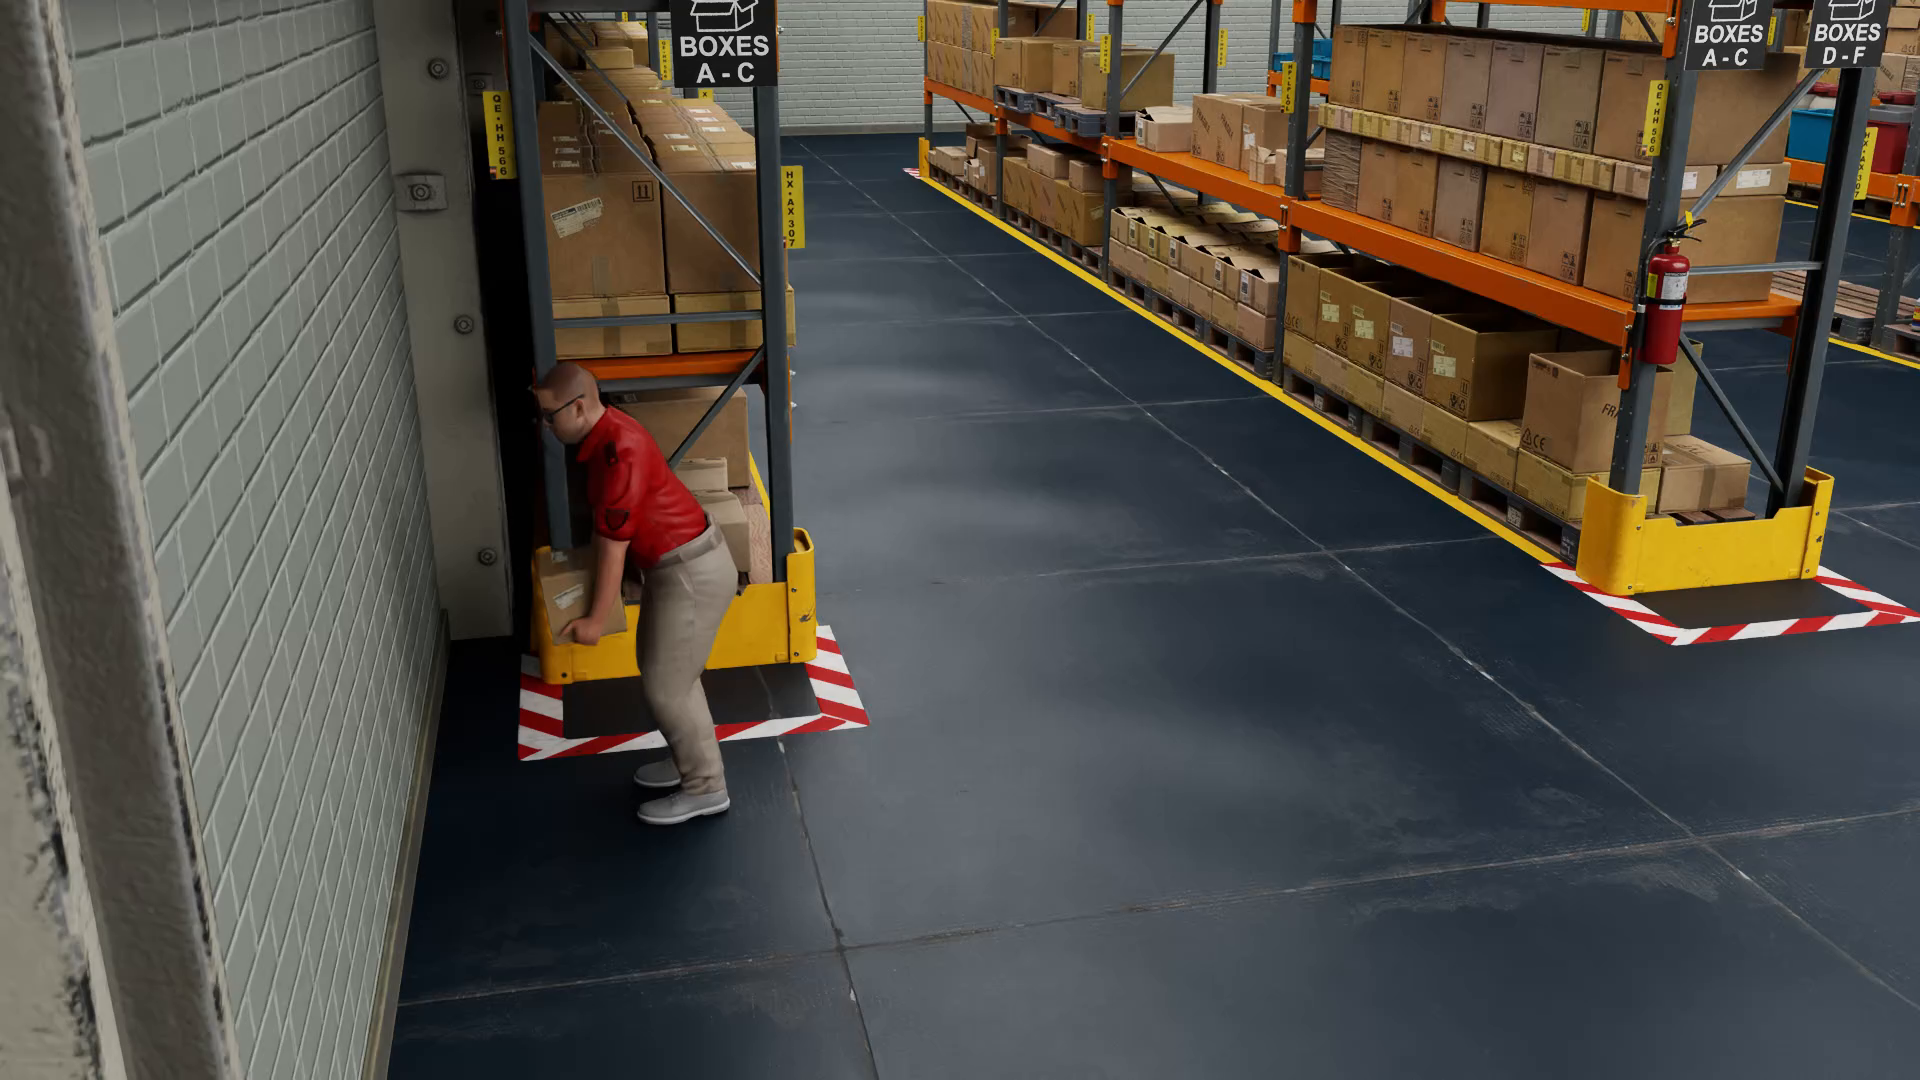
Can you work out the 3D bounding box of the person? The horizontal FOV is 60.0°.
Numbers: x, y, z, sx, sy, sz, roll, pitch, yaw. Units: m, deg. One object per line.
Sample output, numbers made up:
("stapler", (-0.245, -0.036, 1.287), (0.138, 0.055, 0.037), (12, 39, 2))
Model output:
("person", (-1.083, 0.177, 5.753), (0.622, 1.632, 0.484), (-5, 20, -14))
